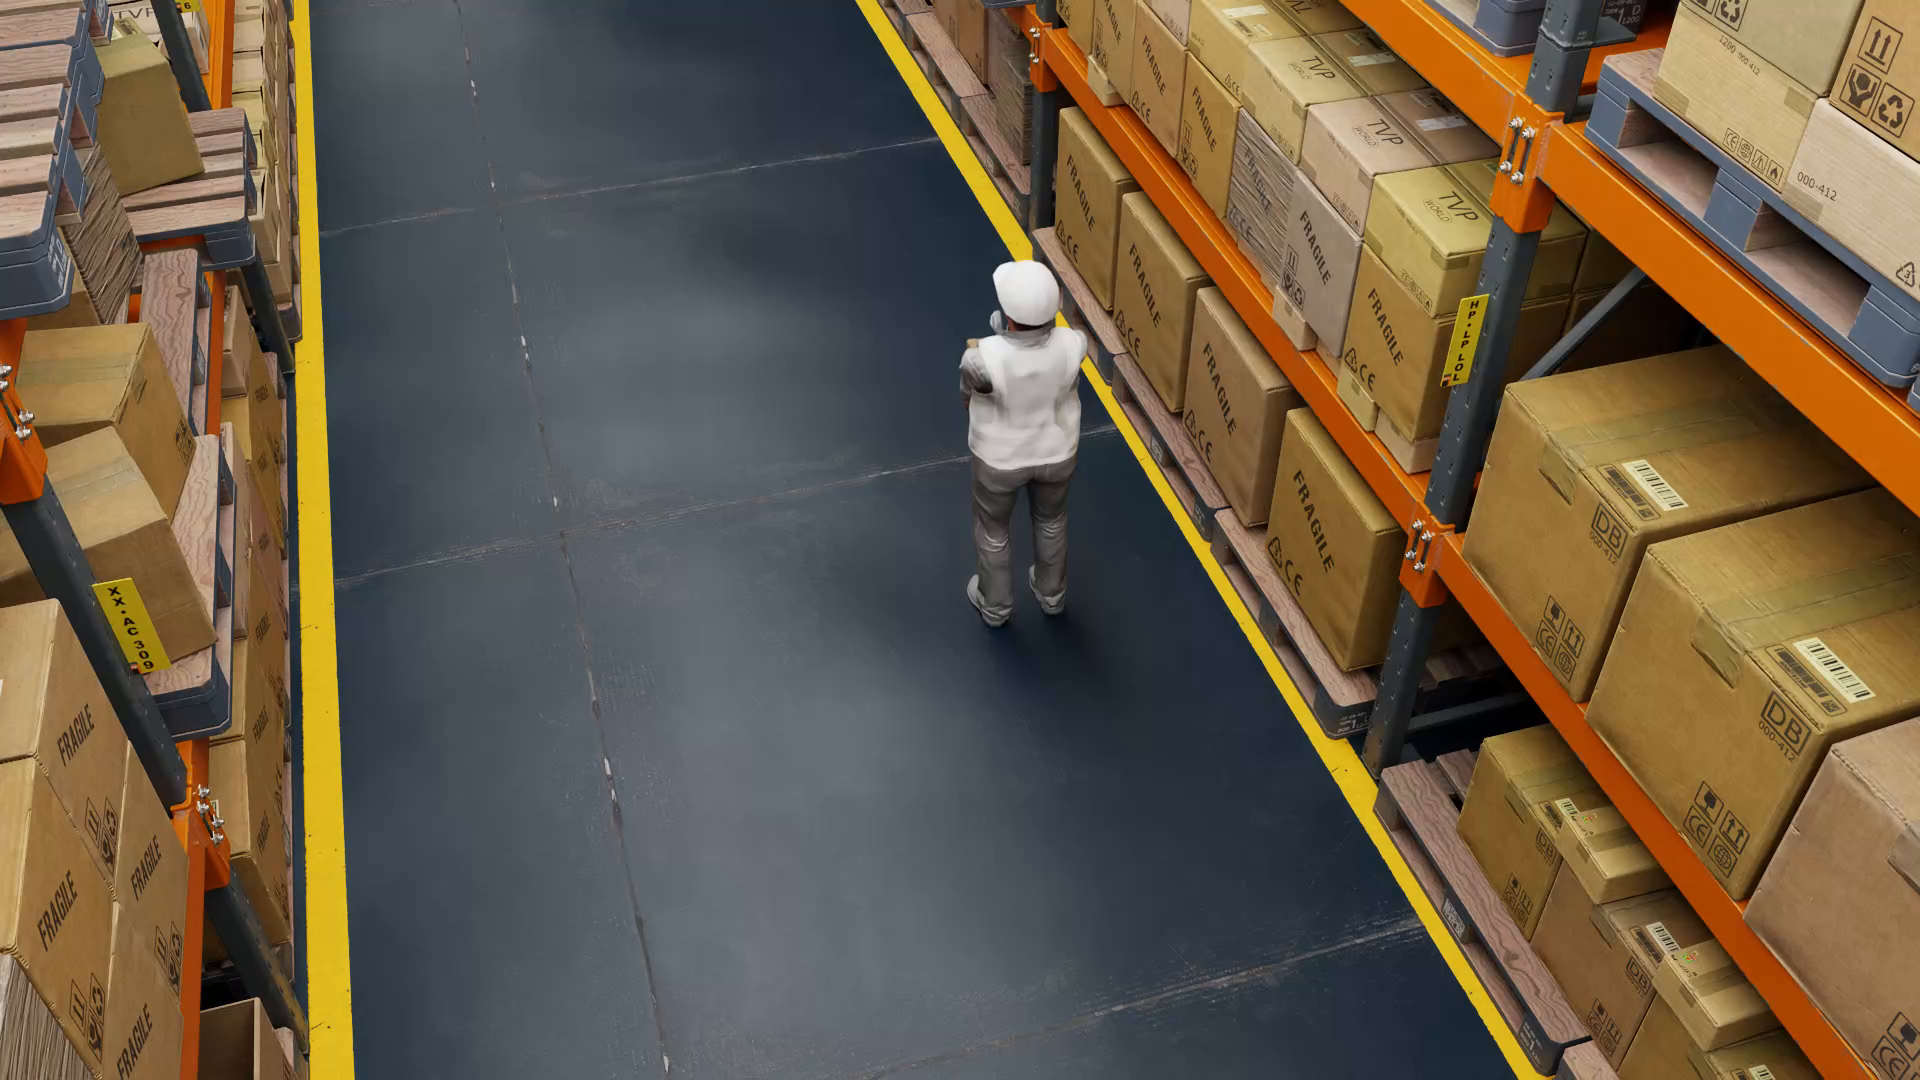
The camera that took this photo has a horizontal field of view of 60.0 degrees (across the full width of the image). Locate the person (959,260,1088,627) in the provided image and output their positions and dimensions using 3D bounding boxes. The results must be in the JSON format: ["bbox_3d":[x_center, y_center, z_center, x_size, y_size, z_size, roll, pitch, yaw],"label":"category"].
[{"bbox_3d":[0.212,-0.430,6.625,0.494,1.762,0.560,-10,43,-11],"label":"person"}]
